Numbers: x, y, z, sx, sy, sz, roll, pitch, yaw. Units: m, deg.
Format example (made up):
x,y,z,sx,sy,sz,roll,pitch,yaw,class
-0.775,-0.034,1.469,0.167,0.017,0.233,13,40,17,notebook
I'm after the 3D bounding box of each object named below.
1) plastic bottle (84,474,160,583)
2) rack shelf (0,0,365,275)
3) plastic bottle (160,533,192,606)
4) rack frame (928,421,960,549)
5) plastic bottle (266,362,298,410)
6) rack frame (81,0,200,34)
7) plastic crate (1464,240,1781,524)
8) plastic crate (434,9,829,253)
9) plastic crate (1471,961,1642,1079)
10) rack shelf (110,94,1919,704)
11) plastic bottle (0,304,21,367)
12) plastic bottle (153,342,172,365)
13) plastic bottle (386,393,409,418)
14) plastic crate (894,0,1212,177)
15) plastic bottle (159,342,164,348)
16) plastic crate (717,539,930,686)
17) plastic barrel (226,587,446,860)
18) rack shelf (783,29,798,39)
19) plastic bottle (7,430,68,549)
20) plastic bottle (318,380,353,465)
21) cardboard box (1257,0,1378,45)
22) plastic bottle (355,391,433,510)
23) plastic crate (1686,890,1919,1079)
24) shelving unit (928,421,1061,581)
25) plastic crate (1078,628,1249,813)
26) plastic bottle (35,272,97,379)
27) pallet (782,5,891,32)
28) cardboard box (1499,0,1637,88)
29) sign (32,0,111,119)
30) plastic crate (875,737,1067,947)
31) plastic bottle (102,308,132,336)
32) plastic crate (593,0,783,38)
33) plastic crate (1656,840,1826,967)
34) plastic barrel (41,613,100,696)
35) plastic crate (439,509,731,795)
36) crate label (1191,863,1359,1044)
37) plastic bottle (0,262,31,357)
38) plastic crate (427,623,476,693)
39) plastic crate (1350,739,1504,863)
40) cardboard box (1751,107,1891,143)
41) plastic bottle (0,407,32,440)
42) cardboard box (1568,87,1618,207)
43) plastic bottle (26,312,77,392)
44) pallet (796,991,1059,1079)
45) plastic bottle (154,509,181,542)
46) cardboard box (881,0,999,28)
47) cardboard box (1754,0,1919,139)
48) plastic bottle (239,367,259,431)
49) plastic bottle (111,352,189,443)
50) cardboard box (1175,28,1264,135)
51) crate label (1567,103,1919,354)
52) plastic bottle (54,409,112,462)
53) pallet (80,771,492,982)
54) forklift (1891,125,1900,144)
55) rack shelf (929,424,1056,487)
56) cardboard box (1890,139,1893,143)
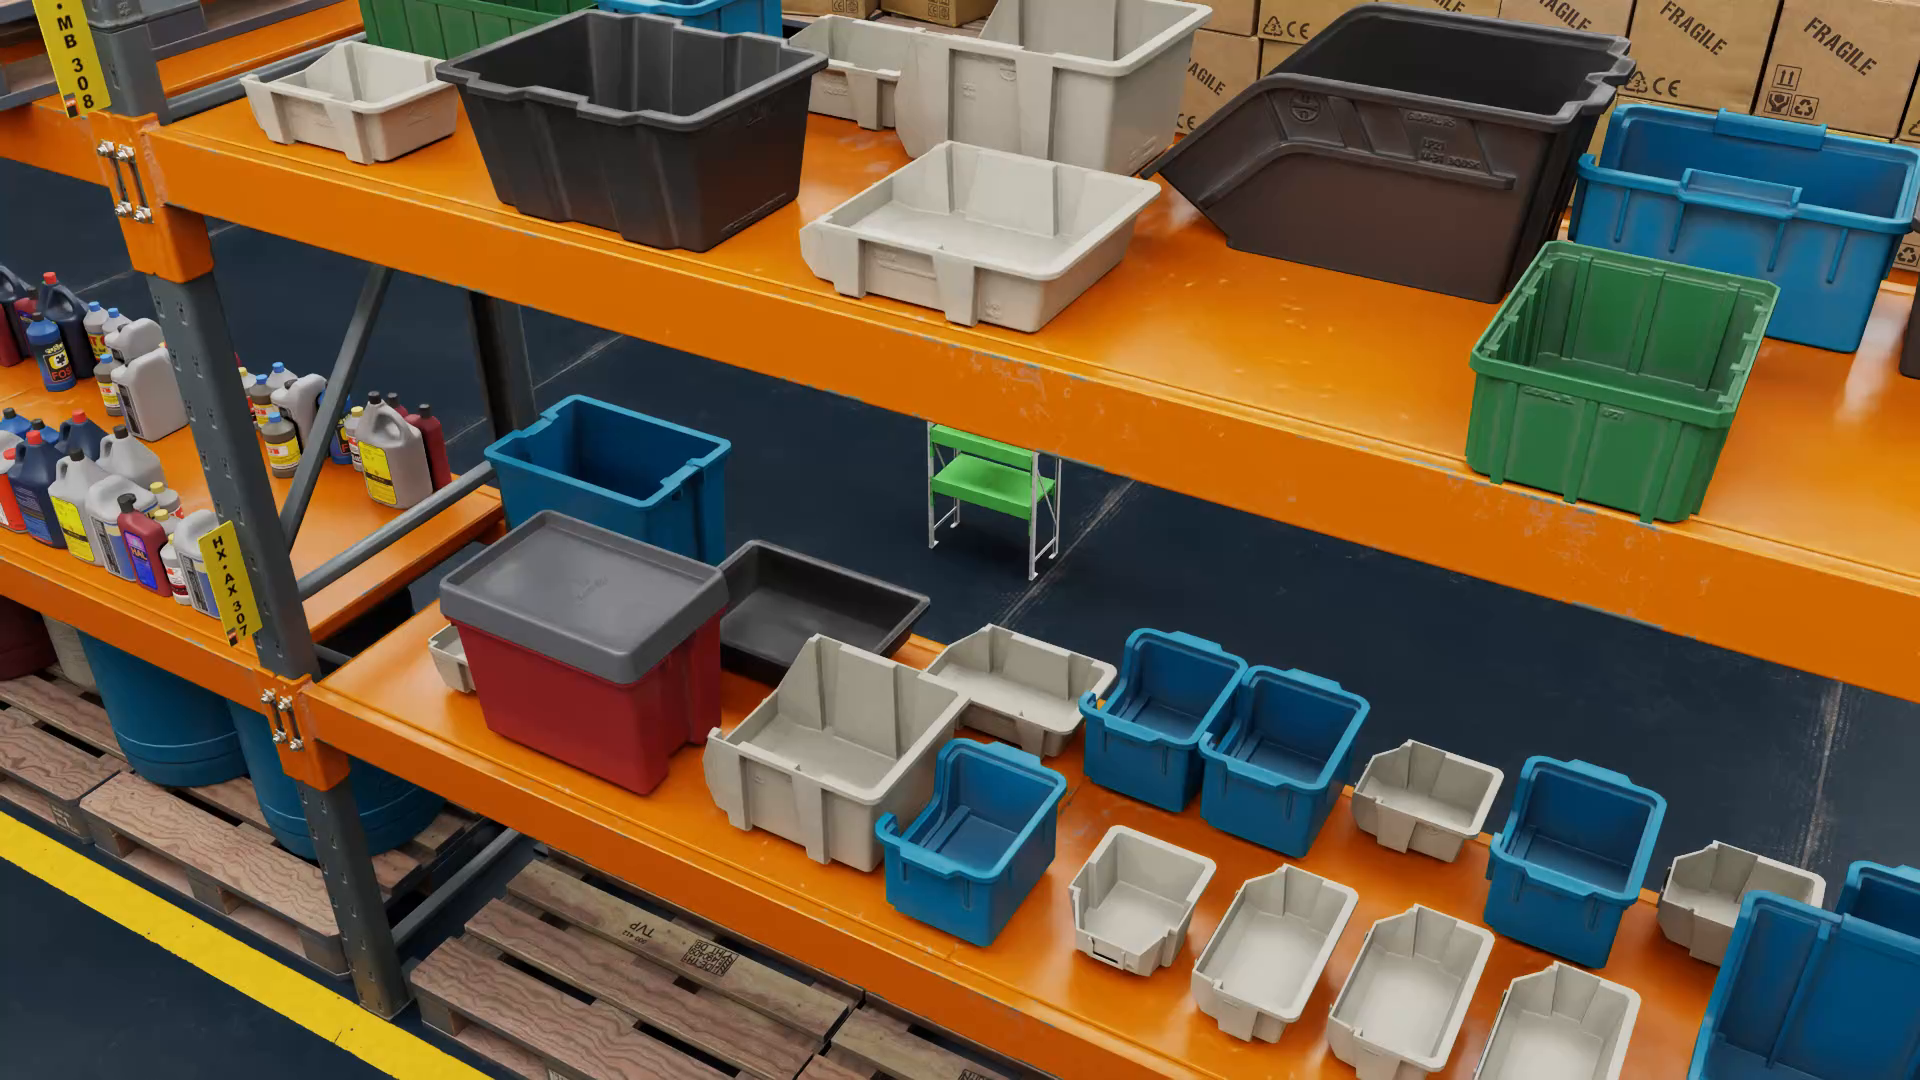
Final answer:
x,y,z,sx,sy,sz,roll,pitch,yaw,class
-2.355,-0.040,4.715,0.135,0.276,0.152,18,37,24,plastic bottle
-3.272,-1.537,4.795,4.000,0.370,1.077,18,37,24,rack shelf
-2.152,0.073,4.613,0.097,0.201,0.097,0,34,0,plastic bottle
-0.068,-0.521,6.950,0.015,1.200,0.240,18,37,24,rack frame
-2.153,-0.441,5.322,0.097,0.271,0.097,0,34,0,plastic bottle
-1.536,-2.535,2.938,0.127,3.000,1.000,18,37,24,rack frame
0.939,-0.232,2.377,0.336,0.188,0.450,18,37,24,plastic crate
-0.593,-0.759,3.095,0.590,0.269,0.497,18,37,24,plastic crate
1.139,1.010,3.211,0.243,0.136,0.396,18,37,24,plastic crate
0.201,-0.437,3.143,4.000,0.370,1.077,18,37,24,rack shelf
-3.364,-0.749,5.774,0.133,0.283,0.061,18,37,24,plastic bottle
-2.552,-0.552,5.484,0.135,0.276,0.152,18,37,24,plastic bottle
-1.758,-0.332,5.148,0.133,0.283,0.061,18,37,24,plastic bottle
0.166,-0.895,3.289,0.530,0.282,0.437,18,37,24,plastic crate
-2.639,-0.566,5.573,0.097,0.201,0.097,0,34,0,plastic bottle
-0.430,0.230,4.393,0.590,0.125,0.437,18,37,24,plastic crate
-1.999,0.503,5.303,0.708,0.901,0.600,18,37,24,plastic barrel
-0.811,-2.671,9.204,4.000,0.370,1.077,18,37,24,rack shelf
-2.656,-0.164,4.834,0.185,0.351,0.144,18,37,24,plastic bottle
-1.952,-0.377,5.226,0.097,0.271,0.097,0,34,0,plastic bottle
1.643,-2.472,7.264,0.500,0.500,0.500,16,37,23,cardboard box
-1.715,-0.282,5.011,0.185,0.351,0.144,18,37,24,plastic bottle
1.554,1.020,2.926,0.499,0.435,0.616,18,37,24,plastic crate
0.144,-0.454,6.849,0.503,1.200,0.258,18,37,24,shelving unit
0.483,0.436,3.986,0.300,0.233,0.416,18,37,24,plastic crate
-3.059,-0.746,5.709,0.185,0.351,0.144,18,37,24,plastic bottle
-0.857,-2.908,9.084,1.213,0.211,1.003,18,37,24,pallet
2.538,-2.189,6.838,0.500,0.500,0.500,19,38,26,cardboard box
-1.810,-1.026,3.370,0.005,0.325,0.100,18,37,24,sign
0.027,0.665,3.642,0.300,0.233,0.416,18,37,24,plastic crate
-2.841,-0.659,5.649,0.097,0.271,0.097,0,34,0,plastic bottle
-0.587,-1.120,3.671,0.300,0.233,0.416,18,37,24,plastic crate
1.649,0.792,3.538,0.298,0.136,0.250,18,37,24,plastic crate
-3.060,0.272,6.001,0.421,0.512,0.421,0,34,0,plastic barrel
-0.885,0.276,4.017,0.583,0.464,0.402,18,37,24,plastic crate
0.641,0.858,3.439,0.243,0.136,0.396,18,37,24,crate label
-3.336,-0.834,5.840,0.185,0.351,0.144,18,37,24,plastic bottle
-1.202,0.243,4.362,0.243,0.136,0.396,18,37,24,plastic crate
1.060,0.606,3.818,0.298,0.136,0.250,18,37,24,plastic crate
3.422,-1.496,6.699,0.500,0.500,0.500,18,38,25,cardboard box
-2.864,-0.279,5.078,0.097,0.271,0.097,0,34,0,plastic bottle
2.554,-1.774,7.118,0.500,0.500,0.500,17,37,24,cardboard box
-3.081,-0.643,5.625,0.097,0.271,0.097,0,34,0,plastic bottle
0.185,1.641,4.595,1.213,0.211,1.003,18,37,24,pallet
-2.238,0.007,4.712,0.097,0.201,0.097,0,34,0,plastic bottle
-0.003,-3.034,8.630,0.500,0.500,0.700,24,41,32,cardboard box
3.436,-1.907,6.415,0.500,0.500,0.500,19,38,26,cardboard box
-2.322,-0.465,5.422,0.097,0.201,0.097,0,34,0,plastic bottle
-2.628,-0.479,5.374,0.135,0.276,0.152,18,37,24,plastic bottle
1.233,-2.191,7.744,0.500,0.500,0.500,19,38,26,cardboard box
1.297,-0.534,2.773,0.502,0.251,0.408,18,37,24,crate label
-2.585,-0.233,4.938,0.185,0.351,0.144,18,37,24,plastic bottle
-2.185,0.890,5.723,1.213,0.211,1.003,18,37,24,pallet
3.729,-3.069,9.214,3.031,2.935,1.130,19,38,26,forklift
0.144,-0.401,6.884,0.480,0.148,0.258,18,37,24,rack shelf
3.693,-1.751,7.082,0.500,0.500,0.500,17,37,24,cardboard box
